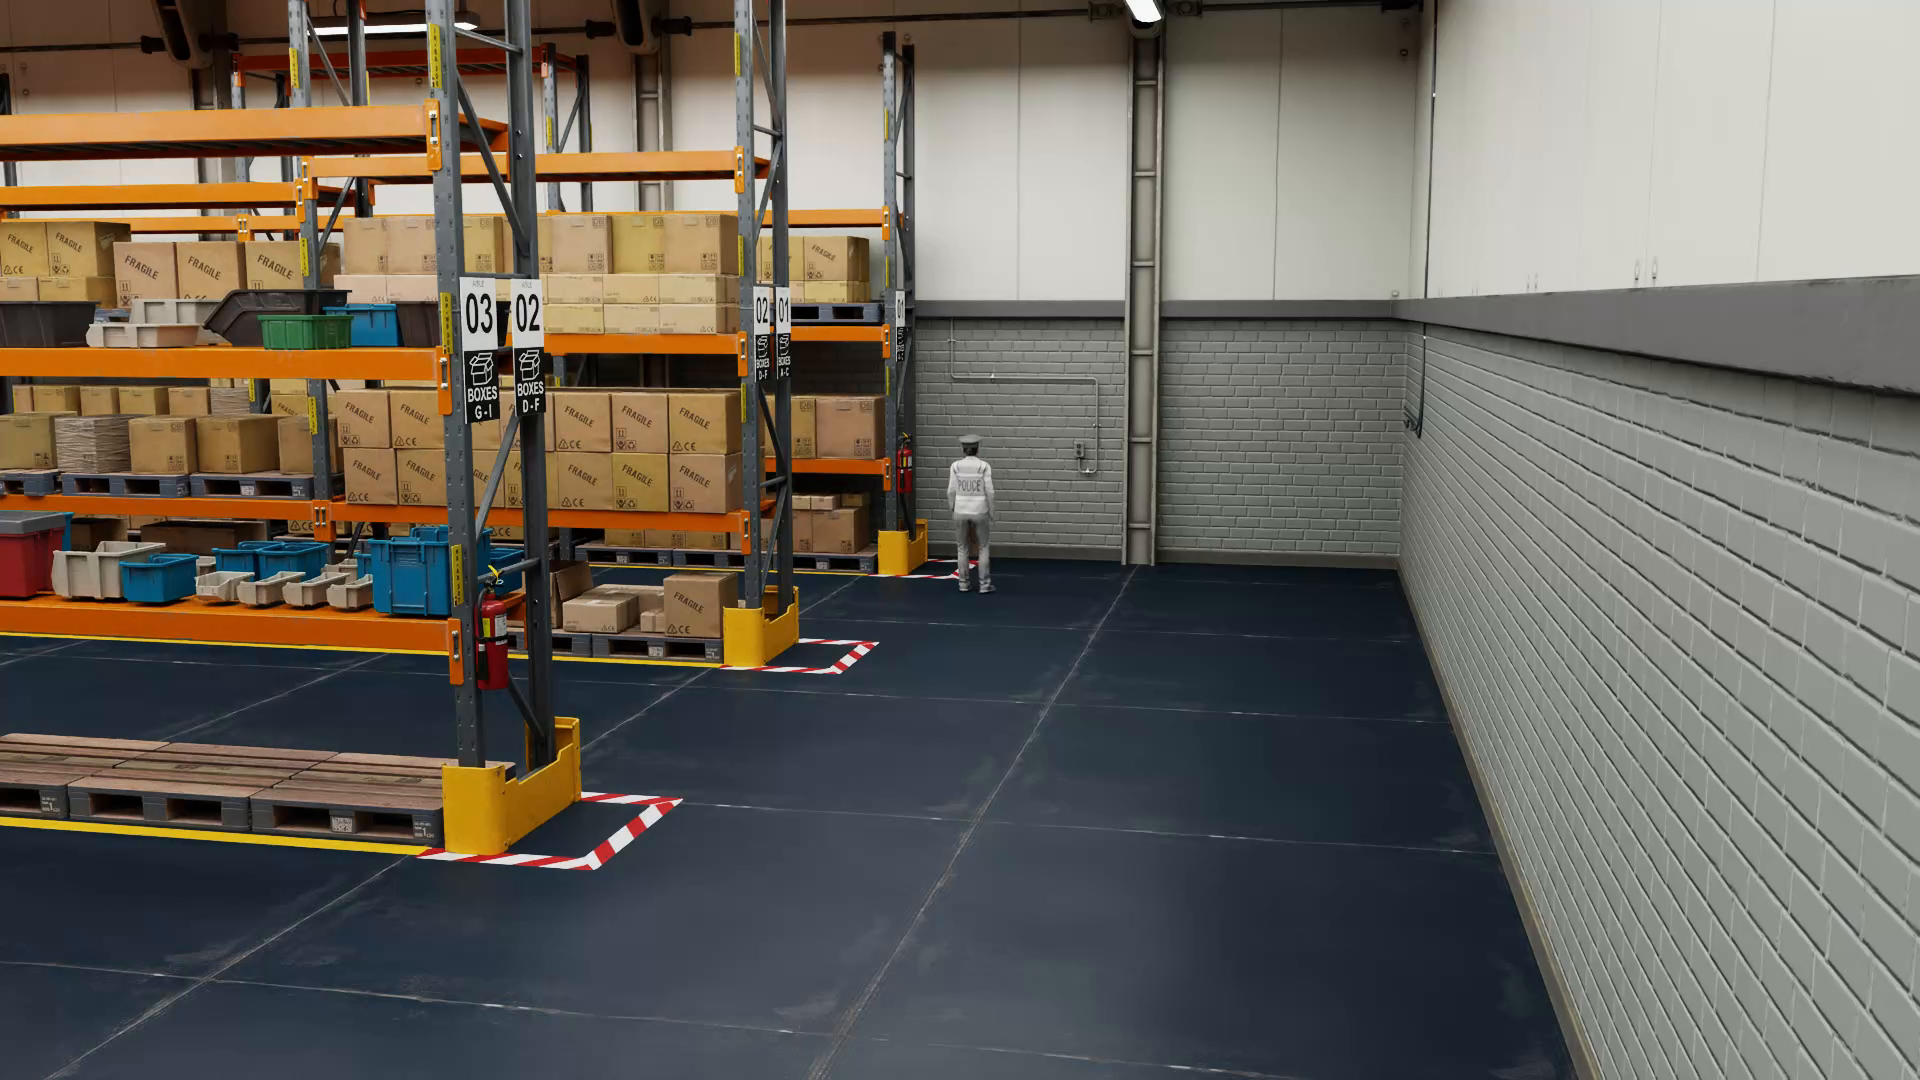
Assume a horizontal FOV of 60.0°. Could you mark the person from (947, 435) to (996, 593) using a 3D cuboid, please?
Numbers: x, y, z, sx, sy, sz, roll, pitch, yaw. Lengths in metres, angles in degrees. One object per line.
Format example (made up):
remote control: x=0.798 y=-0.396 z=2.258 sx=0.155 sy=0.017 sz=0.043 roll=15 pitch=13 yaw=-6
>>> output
person: x=0.126 y=-0.275 z=17.711 sx=0.507 sy=1.673 sz=0.411 roll=1 pitch=8 yaw=10
